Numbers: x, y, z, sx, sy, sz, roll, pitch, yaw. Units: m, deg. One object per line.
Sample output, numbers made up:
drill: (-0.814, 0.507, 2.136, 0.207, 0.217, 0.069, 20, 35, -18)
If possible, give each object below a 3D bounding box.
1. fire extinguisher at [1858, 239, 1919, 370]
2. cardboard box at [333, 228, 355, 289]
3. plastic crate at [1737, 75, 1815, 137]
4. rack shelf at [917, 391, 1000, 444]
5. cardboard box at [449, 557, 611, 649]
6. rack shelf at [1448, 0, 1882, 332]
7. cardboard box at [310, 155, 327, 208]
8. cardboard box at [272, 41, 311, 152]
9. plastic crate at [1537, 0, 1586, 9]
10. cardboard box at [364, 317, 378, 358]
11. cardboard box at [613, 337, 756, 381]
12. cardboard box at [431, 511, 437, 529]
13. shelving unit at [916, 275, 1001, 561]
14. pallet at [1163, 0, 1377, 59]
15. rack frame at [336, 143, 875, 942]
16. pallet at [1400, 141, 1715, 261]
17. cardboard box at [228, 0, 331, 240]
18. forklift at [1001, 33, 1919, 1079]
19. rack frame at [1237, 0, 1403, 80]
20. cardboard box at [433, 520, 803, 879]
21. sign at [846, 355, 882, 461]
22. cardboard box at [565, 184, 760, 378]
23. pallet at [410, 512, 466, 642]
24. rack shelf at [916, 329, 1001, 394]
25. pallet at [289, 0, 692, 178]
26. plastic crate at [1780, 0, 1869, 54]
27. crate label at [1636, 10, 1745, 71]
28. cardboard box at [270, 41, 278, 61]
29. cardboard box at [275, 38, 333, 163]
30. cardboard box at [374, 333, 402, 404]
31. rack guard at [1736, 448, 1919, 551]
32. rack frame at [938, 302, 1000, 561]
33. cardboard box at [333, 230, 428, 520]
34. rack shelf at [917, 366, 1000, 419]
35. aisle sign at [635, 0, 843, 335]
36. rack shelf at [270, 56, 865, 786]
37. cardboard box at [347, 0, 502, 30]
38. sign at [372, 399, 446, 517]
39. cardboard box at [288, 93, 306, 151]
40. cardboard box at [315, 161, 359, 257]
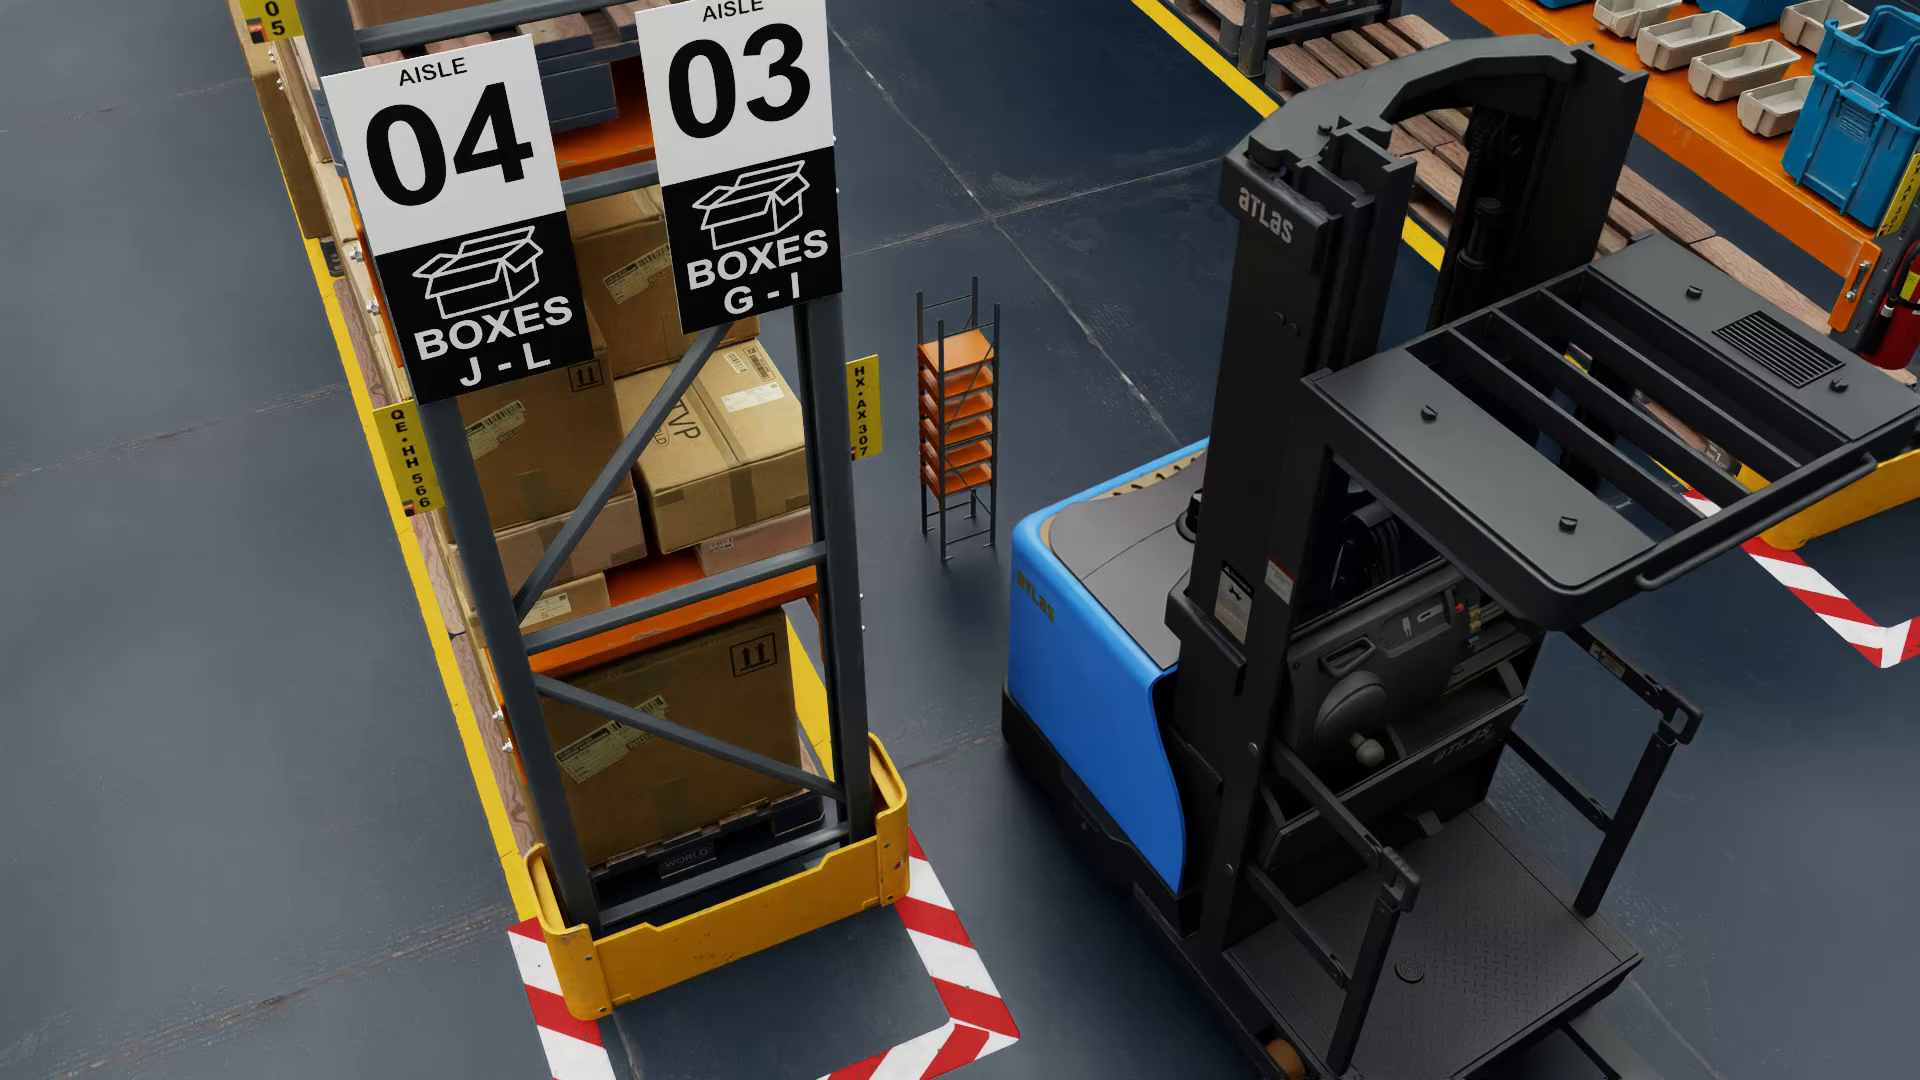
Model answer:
fire extinguisher: (3.387, -0.911, 5.859, 0.296, 0.674, 0.183, -18, 47, -17)
cardboard box: (-1.960, -1.019, 5.826, 0.380, 0.149, 0.250, -19, 48, -19)
plastic crate: (3.229, -1.696, 6.478, 0.396, 0.136, 0.243, -18, 47, -17)
rack shelf: (-0.006, -0.490, 6.285, 0.258, 0.103, 0.180, -18, 47, -17)
cardboard box: (-1.207, 0.120, 4.671, 0.380, 0.149, 0.250, -17, 47, -17)
rack shelf: (2.895, -2.320, 7.478, 1.077, 0.370, 4.000, -18, 47, -17)
cardboard box: (-2.176, -1.347, 6.158, 0.380, 0.149, 0.250, -19, 48, -18)
cardboard box: (-2.275, -1.746, 6.278, 0.500, 0.250, 0.500, -18, 47, -18)
plastic crate: (2.640, -2.497, 7.221, 0.416, 0.233, 0.300, -18, 47, -17)
cardboard box: (-1.747, -0.695, 5.498, 0.380, 0.149, 0.250, -18, 47, -17)
cardboard box: (-0.939, -0.607, 5.124, 0.500, 0.250, 0.500, -19, 48, -18)
cardboard box: (-1.422, -0.206, 5.002, 0.380, 0.149, 0.250, -18, 47, -17)
shelving unit: (-0.006, -0.436, 6.338, 0.258, 1.200, 0.189, -18, 47, -17)
pallet: (1.767, -3.362, 10.007, 1.003, 0.211, 1.213, -18, 47, -17)
rack frame: (-0.758, 0.161, 4.451, 1.000, 3.000, 0.127, -18, 47, -17)
pallet: (2.915, -1.623, 8.244, 1.003, 0.211, 1.213, -18, 47, -17)
cardboard box: (-2.727, -2.183, 8.041, 1.225, 0.875, 0.875, -18, 47, -17)
forklift: (1.349, 0.369, 4.289, 1.130, 2.935, 3.031, -23, 49, -22)
rack frame: (2.054, -3.851, 8.517, 1.000, 3.000, 0.127, -18, 47, -17)
cardboard box: (-1.100, 0.383, 5.440, 0.875, 0.875, 0.875, -18, 47, -17)
sign: (-0.252, -0.336, 4.282, 0.100, 0.325, 0.005, -18, 47, -17)
cardboard box: (-0.925, -0.863, 4.850, 0.500, 0.500, 0.500, -19, 48, -18)
pallet: (-1.674, -0.109, 6.711, 1.003, 0.211, 1.213, -18, 47, -17)
rack shelf: (-0.006, -0.661, 6.116, 0.258, 0.103, 0.180, -18, 47, -17)
pallet: (-1.079, -1.345, 3.905, 1.003, 0.211, 1.213, -18, 47, -17)
plastic crate: (3.586, -2.145, 6.933, 0.250, 0.136, 0.298, -18, 47, -17)
crate label: (2.981, -2.055, 6.842, 0.396, 0.136, 0.243, -18, 47, -17)
cardboard box: (-2.617, -2.012, 6.832, 0.380, 0.149, 0.250, -18, 47, -17)
cardboard box: (-2.047, -1.681, 5.679, 0.500, 0.500, 0.500, -19, 48, -19)
cardboard box: (-1.415, -0.446, 4.961, 0.500, 0.250, 0.500, -19, 48, -18)
rack guard: (3.758, -0.401, 6.800, 1.175, 0.500, 0.348, -18, 47, -17)
rack frame: (0.032, -0.378, 6.279, 0.240, 1.200, 0.006, -18, 47, -17)
cardboard box: (-1.857, -0.764, 6.602, 0.875, 0.875, 0.875, -18, 47, -17)
rack shelf: (-0.006, -0.576, 6.201, 0.258, 0.103, 0.180, -18, 47, -17)
aisle sign: (-0.456, -0.807, 3.582, 0.394, 0.787, 0.004, -18, 47, -17)
rack shelf: (-1.599, -0.858, 5.996, 1.077, 0.370, 4.000, -18, 47, -17)
cardboard box: (-1.025, -1.443, 3.500, 0.700, 0.500, 0.500, -21, 48, -20)
sign: (-1.256, -0.184, 3.808, 0.100, 0.325, 0.005, -18, 47, -17)
cardboard box: (-2.395, -1.677, 6.493, 0.380, 0.149, 0.250, -17, 47, -16)
cardboard box: (-1.852, -1.101, 5.625, 0.500, 0.250, 0.500, -18, 47, -17)
